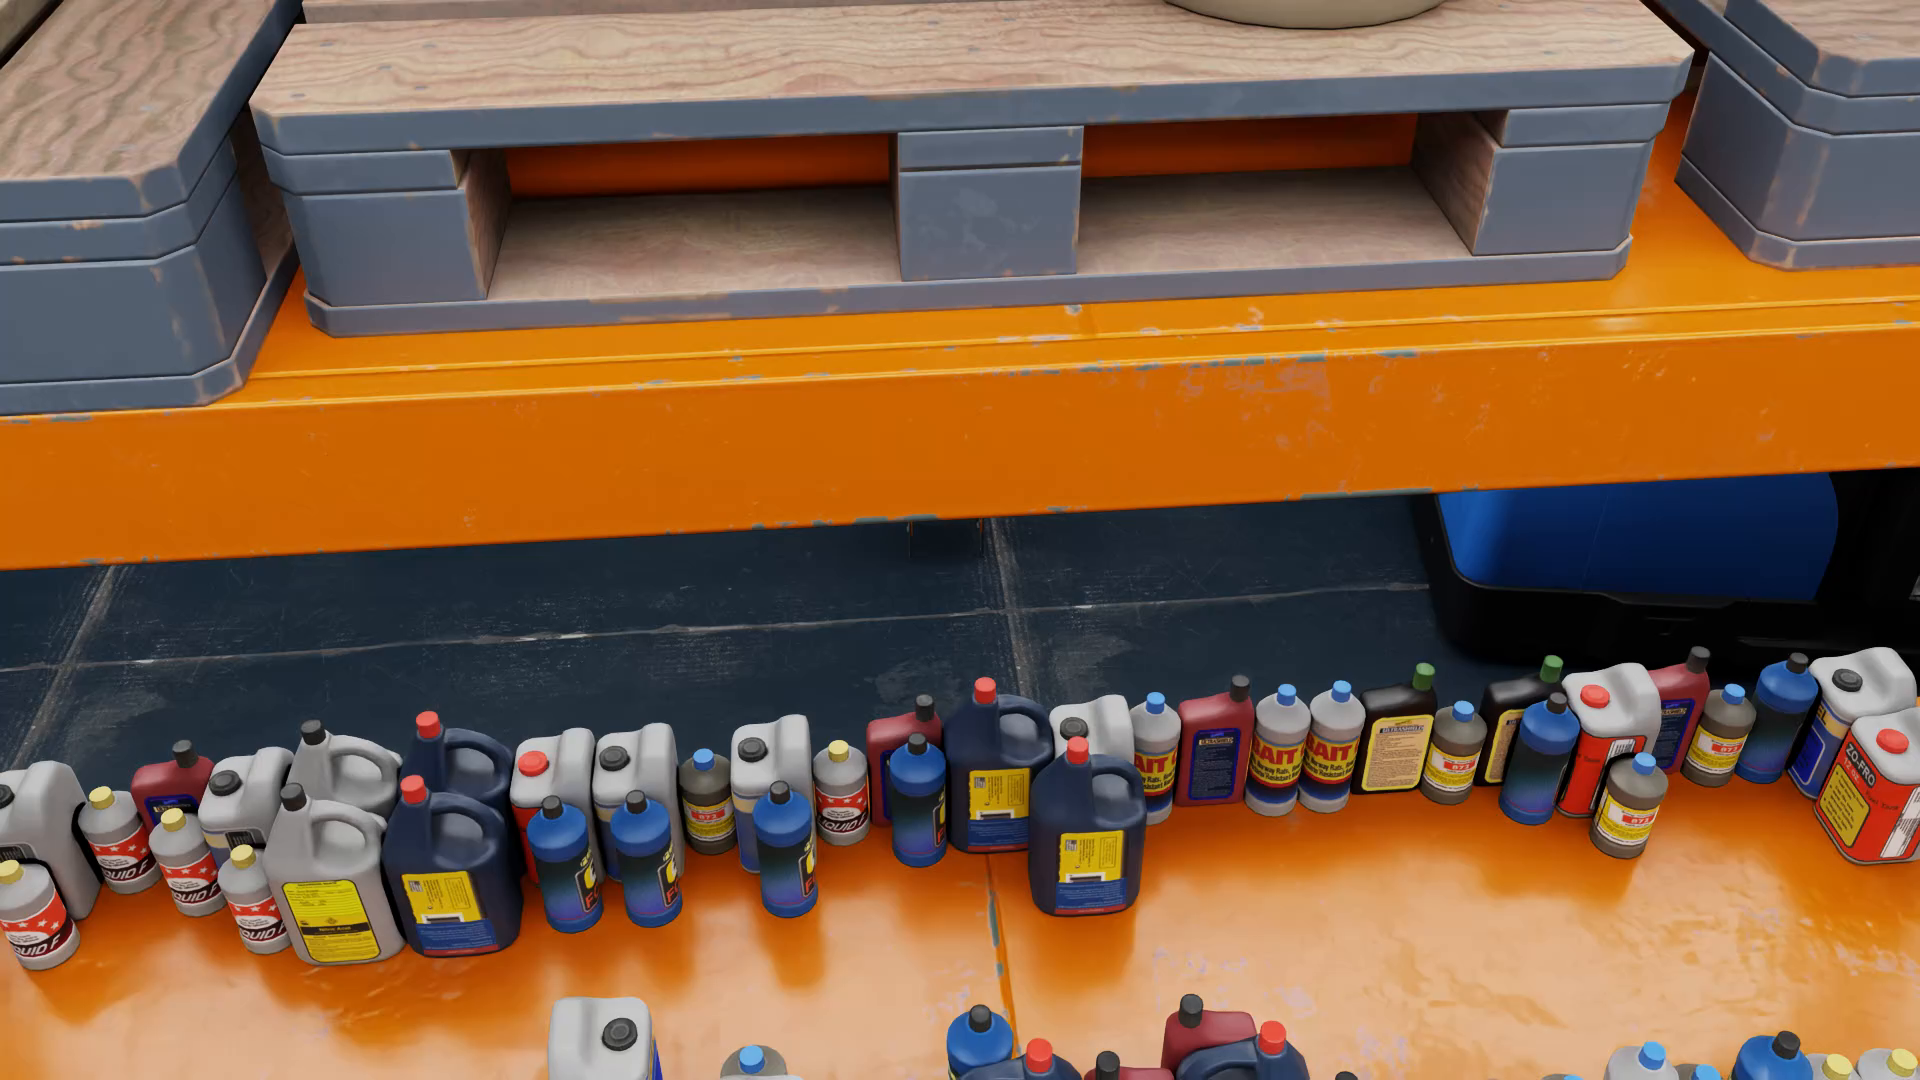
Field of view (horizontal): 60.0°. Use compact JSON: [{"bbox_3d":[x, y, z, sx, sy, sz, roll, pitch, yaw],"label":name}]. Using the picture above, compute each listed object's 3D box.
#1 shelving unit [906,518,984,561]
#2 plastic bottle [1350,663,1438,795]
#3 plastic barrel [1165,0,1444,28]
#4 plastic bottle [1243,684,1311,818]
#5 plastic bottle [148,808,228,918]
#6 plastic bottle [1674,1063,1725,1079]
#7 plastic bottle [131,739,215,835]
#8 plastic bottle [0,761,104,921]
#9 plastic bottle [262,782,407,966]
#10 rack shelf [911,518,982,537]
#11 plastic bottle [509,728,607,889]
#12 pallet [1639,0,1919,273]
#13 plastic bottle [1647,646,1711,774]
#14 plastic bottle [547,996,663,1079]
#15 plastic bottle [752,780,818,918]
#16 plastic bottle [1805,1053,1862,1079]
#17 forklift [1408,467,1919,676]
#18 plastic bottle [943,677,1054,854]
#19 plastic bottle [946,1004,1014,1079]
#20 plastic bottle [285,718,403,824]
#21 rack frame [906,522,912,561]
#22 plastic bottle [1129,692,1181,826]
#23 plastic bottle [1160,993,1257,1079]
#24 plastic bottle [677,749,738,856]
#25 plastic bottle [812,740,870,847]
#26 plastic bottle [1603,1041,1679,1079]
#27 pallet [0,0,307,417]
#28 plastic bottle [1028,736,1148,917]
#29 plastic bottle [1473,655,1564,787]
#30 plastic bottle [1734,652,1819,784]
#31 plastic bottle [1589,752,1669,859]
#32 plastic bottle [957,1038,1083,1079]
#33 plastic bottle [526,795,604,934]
[{"bbox_3d":[-0.053,-0.409,5.421,0.252,1.050,0.215,-3,38,-4],"label":"shelving unit"},{"bbox_3d":[0.778,0.339,2.993,0.133,0.283,0.061,-3,38,-4],"label":"plastic bottle"},{"bbox_3d":[0.313,-0.754,1.414,0.433,0.535,0.433,0,38,0],"label":"plastic barrel"},{"bbox_3d":[0.568,0.367,2.968,0.097,0.271,0.097,0,38,0],"label":"plastic bottle"},{"bbox_3d":[-1.303,0.535,2.811,0.097,0.201,0.097,0,38,0],"label":"plastic bottle"},{"bbox_3d":[1.063,0.839,2.426,0.097,0.201,0.097,0,38,0],"label":"plastic bottle"},{"bbox_3d":[-1.328,0.455,2.846,0.133,0.283,0.061,-3,38,-4],"label":"plastic bottle"},{"bbox_3d":[-1.554,0.499,2.797,0.135,0.276,0.152,-3,38,-4],"label":"plastic bottle"},{"bbox_3d":[-1.019,0.527,2.700,0.185,0.351,0.144,-3,38,-4],"label":"plastic bottle"},{"bbox_3d":[-0.053,-0.183,5.600,0.240,0.259,0.215,-3,38,-4],"label":"rack shelf"},{"bbox_3d":[-0.688,0.451,2.857,0.135,0.276,0.152,-3,38,-4],"label":"plastic bottle"},{"bbox_3d":[1.295,-0.670,1.909,1.213,0.211,1.003,-3,38,-4],"label":"pallet"},{"bbox_3d":[1.275,0.312,3.028,0.133,0.283,0.061,-3,38,-4],"label":"plastic bottle"},{"bbox_3d":[-0.515,0.785,2.434,0.135,0.276,0.152,-3,38,-4],"label":"plastic bottle"},{"bbox_3d":[-0.294,0.509,2.788,0.097,0.271,0.097,0,38,0],"label":"plastic bottle"},{"bbox_3d":[1.257,0.828,2.439,0.097,0.201,0.097,0,38,0],"label":"plastic bottle"},{"bbox_3d":[3.063,-1.017,4.673,3.031,2.935,1.130,3,38,3],"label":"forklift"},{"bbox_3d":[0.065,0.378,2.890,0.185,0.351,0.144,-3,38,-4],"label":"plastic bottle"},{"bbox_3d":[0.029,0.779,2.446,0.097,0.271,0.097,0,38,0],"label":"plastic bottle"},{"bbox_3d":[-1.032,0.438,2.813,0.185,0.351,0.144,-3,38,-4],"label":"plastic bottle"},{"bbox_3d":[-0.175,-0.403,5.413,0.008,1.050,0.200,-3,38,-4],"label":"rack frame"},{"bbox_3d":[0.338,0.379,2.952,0.097,0.271,0.097,0,38,0],"label":"plastic bottle"},{"bbox_3d":[0.365,0.767,2.451,0.133,0.283,0.061,-3,38,-4],"label":"plastic bottle"},{"bbox_3d":[-0.441,0.450,2.919,0.097,0.201,0.097,0,38,0],"label":"plastic bottle"},{"bbox_3d":[-0.210,0.437,2.935,0.097,0.201,0.097,0,38,0],"label":"plastic bottle"},{"bbox_3d":[0.966,0.817,2.397,0.097,0.271,0.097,0,38,0],"label":"plastic bottle"},{"bbox_3d":[-1.146,-0.536,1.738,1.003,0.211,1.213,-3,38,-4],"label":"pallet"},{"bbox_3d":[0.213,0.464,2.780,0.185,0.351,0.144,-3,38,-4],"label":"plastic bottle"},{"bbox_3d":[1.008,0.326,3.009,0.133,0.283,0.061,-3,38,-4],"label":"plastic bottle"},{"bbox_3d":[1.488,0.316,3.032,0.097,0.271,0.097,0,38,0],"label":"plastic bottle"},{"bbox_3d":[1.175,0.455,2.912,0.097,0.201,0.097,0,38,0],"label":"plastic bottle"},{"bbox_3d":[0.083,0.819,2.330,0.185,0.351,0.144,-3,38,-4],"label":"plastic bottle"},{"bbox_3d":[-0.659,0.529,2.762,0.097,0.271,0.097,0,38,0],"label":"plastic bottle"}]
